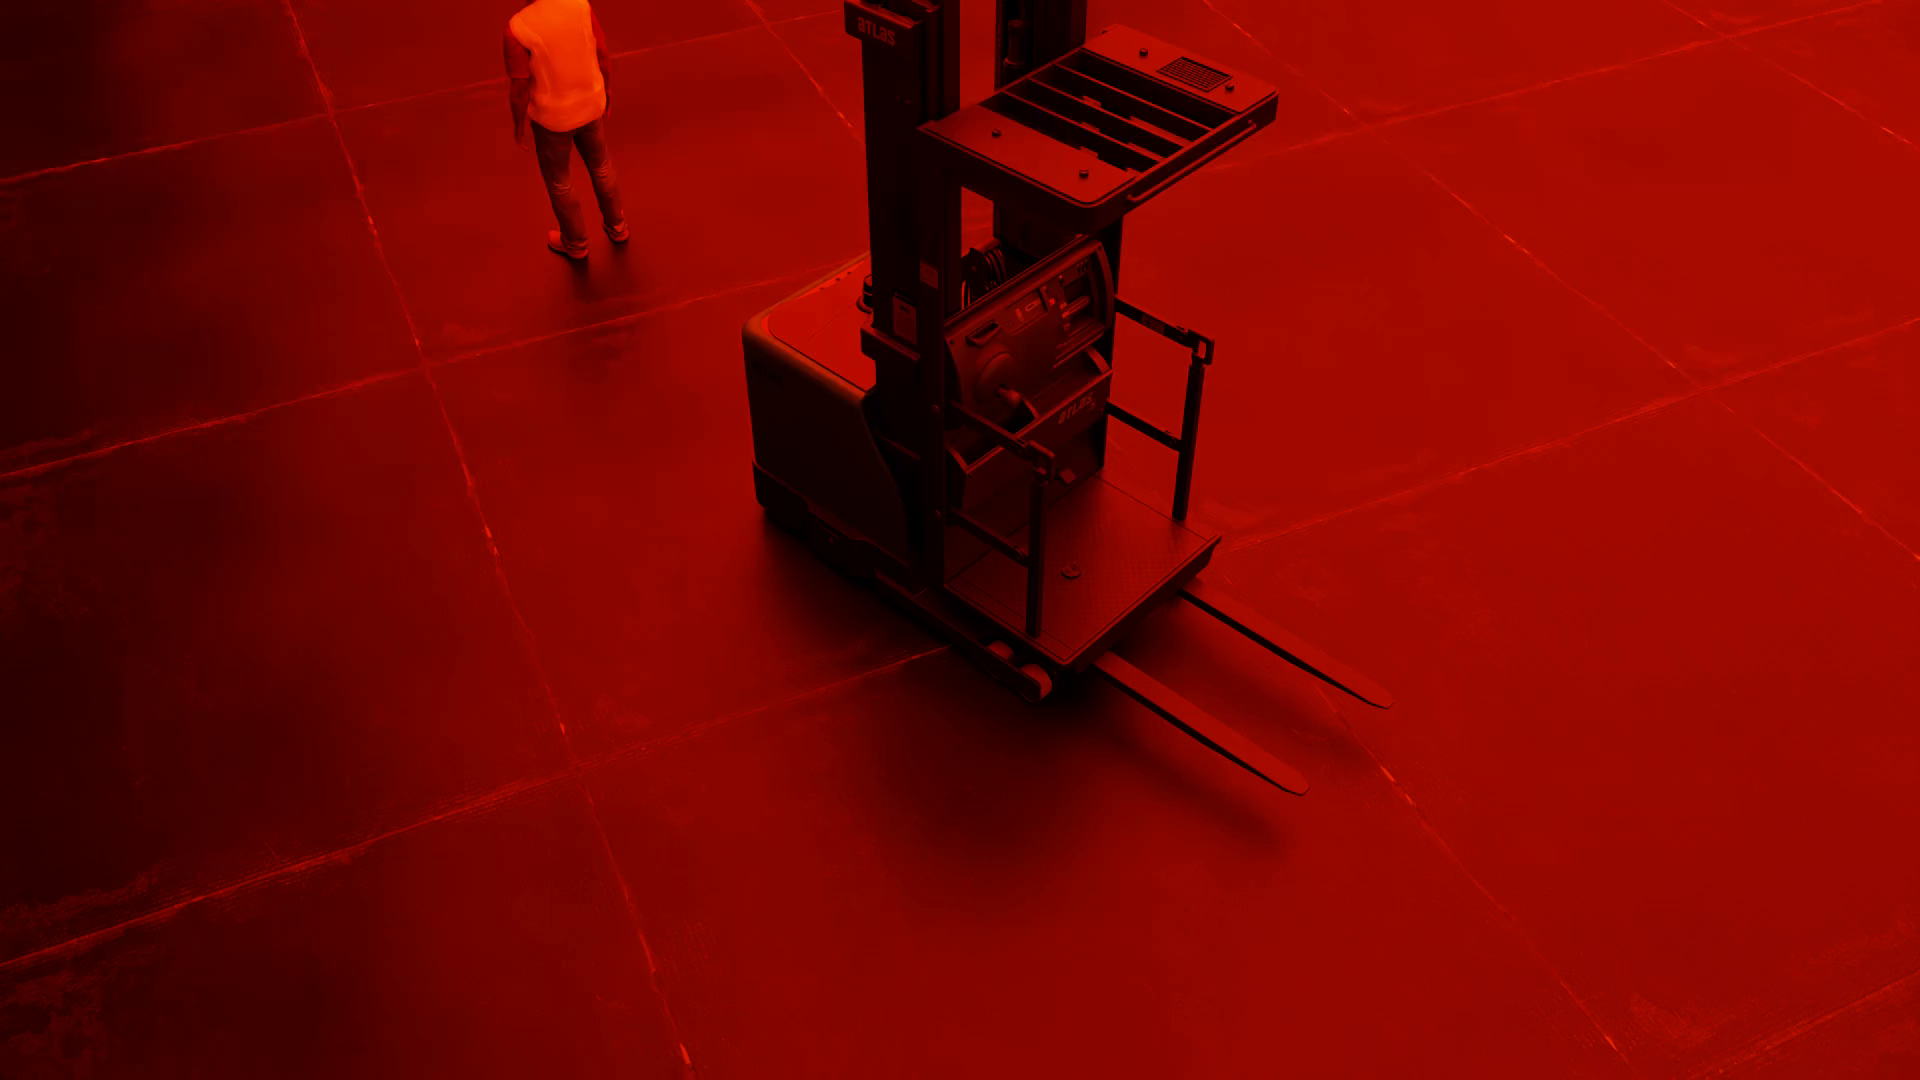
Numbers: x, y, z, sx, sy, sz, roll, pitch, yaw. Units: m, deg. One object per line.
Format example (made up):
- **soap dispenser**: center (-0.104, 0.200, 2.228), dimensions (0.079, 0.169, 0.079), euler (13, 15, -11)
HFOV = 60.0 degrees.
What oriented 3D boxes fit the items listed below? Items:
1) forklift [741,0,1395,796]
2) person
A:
- **forklift**: center (0.445, -0.788, 6.525), dimensions (3.031, 2.935, 1.130), euler (32, 52, 30)
- **person**: center (-2.171, -2.366, 9.077), dimensions (0.633, 1.759, 0.462), euler (-32, 52, -30)
